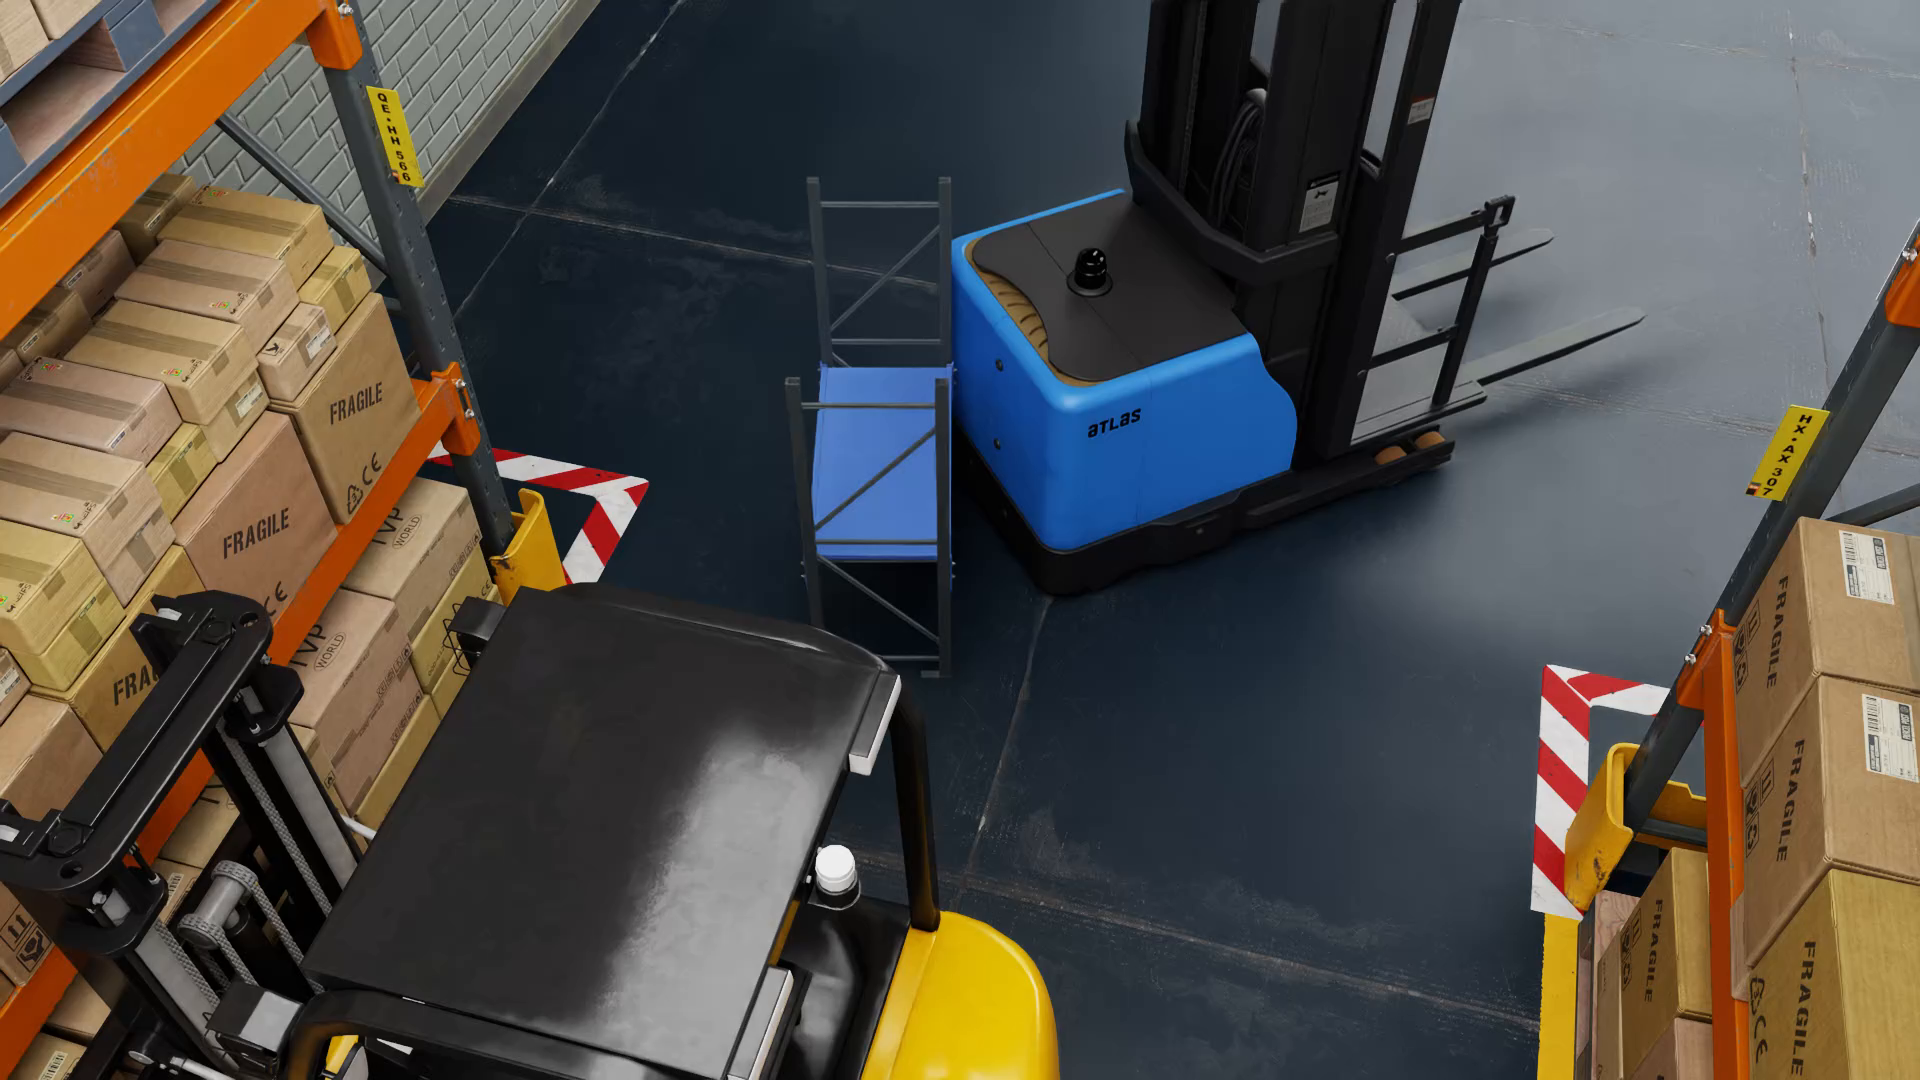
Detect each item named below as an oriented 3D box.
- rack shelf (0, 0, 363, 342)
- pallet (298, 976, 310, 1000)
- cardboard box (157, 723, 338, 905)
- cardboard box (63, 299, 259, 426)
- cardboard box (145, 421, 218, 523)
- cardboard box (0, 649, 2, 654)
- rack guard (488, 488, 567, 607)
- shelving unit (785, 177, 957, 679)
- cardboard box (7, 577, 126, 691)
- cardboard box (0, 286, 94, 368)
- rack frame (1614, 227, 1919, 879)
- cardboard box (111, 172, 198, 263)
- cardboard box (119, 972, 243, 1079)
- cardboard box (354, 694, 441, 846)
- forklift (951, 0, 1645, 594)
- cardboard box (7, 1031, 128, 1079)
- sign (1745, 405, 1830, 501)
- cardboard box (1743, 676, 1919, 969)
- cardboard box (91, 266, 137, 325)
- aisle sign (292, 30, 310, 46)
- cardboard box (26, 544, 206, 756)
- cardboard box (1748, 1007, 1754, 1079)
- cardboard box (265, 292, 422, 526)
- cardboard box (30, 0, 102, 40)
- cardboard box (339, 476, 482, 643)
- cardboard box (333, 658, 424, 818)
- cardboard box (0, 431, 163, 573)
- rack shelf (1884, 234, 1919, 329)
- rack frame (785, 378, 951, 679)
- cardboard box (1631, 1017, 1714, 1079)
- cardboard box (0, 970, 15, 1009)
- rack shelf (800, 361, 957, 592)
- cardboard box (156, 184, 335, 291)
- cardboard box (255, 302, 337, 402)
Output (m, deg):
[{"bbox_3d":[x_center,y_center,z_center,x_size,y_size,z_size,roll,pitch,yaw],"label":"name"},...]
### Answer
[{"bbox_3d":[-2.660,-0.112,3.246,1.077,0.370,4.000,12,50,10],"label":"rack shelf"},{"bbox_3d":[-2.618,1.560,5.152,1.003,0.211,1.213,12,50,10],"label":"pallet"},{"bbox_3d":[-2.206,0.768,4.877,0.500,0.250,0.500,12,50,11],"label":"cardboard box"},{"bbox_3d":[-2.102,-0.471,4.386,0.380,0.149,0.250,13,50,11],"label":"cardboard box"},{"bbox_3d":[-2.197,-0.203,4.348,0.380,0.149,0.250,11,50,10],"label":"cardboard box"},{"bbox_3d":[-2.423,0.261,3.740,0.380,0.149,0.250,12,50,11],"label":"cardboard box"},{"bbox_3d":[-2.127,0.006,6.331,1.175,0.500,0.348,12,50,10],"label":"rack guard"},{"bbox_3d":[-0.283,-0.371,5.996,0.538,1.500,1.048,0,49,0],"label":"shelving unit"},{"bbox_3d":[-2.269,0.187,4.004,0.380,0.149,0.250,12,50,10],"label":"cardboard box"},{"bbox_3d":[-2.585,-0.573,4.476,0.380,0.149,0.250,12,50,11],"label":"cardboard box"},{"bbox_3d":[2.656,0.173,4.516,1.000,3.000,0.127,12,50,10],"label":"rack frame"},{"bbox_3d":[-2.428,-0.950,4.809,0.380,0.149,0.250,11,49,9],"label":"cardboard box"},{"bbox_3d":[-2.353,1.314,4.729,0.500,0.250,0.500,11,50,10],"label":"cardboard box"},{"bbox_3d":[-2.093,0.727,5.581,0.500,0.250,0.500,12,50,10],"label":"cardboard box"},{"bbox_3d":[1.476,-1.533,6.067,3.031,2.935,1.130,-20,52,-17],"label":"forklift"},{"bbox_3d":[-2.492,1.511,4.221,0.500,0.250,0.500,13,50,11],"label":"cardboard box"},{"bbox_3d":[2.132,-0.221,4.286,0.100,0.325,0.005,12,50,10],"label":"sign"},{"bbox_3d":[2.130,0.704,3.782,0.500,0.500,0.500,13,50,11],"label":"cardboard box"},{"bbox_3d":[-2.477,-0.667,4.757,0.380,0.149,0.250,12,50,10],"label":"cardboard box"},{"bbox_3d":[-1.833,-1.654,4.394,0.394,0.787,0.004,12,50,10],"label":"aisle sign"},{"bbox_3d":[-2.290,0.315,4.324,0.500,0.500,0.500,11,49,9],"label":"cardboard box"},{"bbox_3d":[2.019,1.190,3.785,0.380,0.149,0.250,13,50,11],"label":"cardboard box"},{"bbox_3d":[-2.010,-0.430,4.981,0.500,0.500,0.500,11,49,9],"label":"cardboard box"},{"bbox_3d":[-2.059,-1.226,3.571,0.380,0.149,0.250,10,49,9],"label":"cardboard box"},{"bbox_3d":[-1.954,0.030,5.528,0.500,0.250,0.500,13,50,11],"label":"cardboard box"},{"bbox_3d":[-2.103,0.576,5.381,0.500,0.250,0.500,11,50,10],"label":"cardboard box"},{"bbox_3d":[-2.201,-0.095,4.054,0.380,0.149,0.250,13,50,11],"label":"cardboard box"},{"bbox_3d":[2.130,0.865,2.384,1.077,0.370,4.000,12,50,10],"label":"rack shelf"},{"bbox_3d":[-0.285,0.010,5.660,0.500,1.500,0.032,0,49,0],"label":"rack frame"},{"bbox_3d":[2.038,1.621,4.292,0.500,0.500,0.500,10,49,9],"label":"cardboard box"},{"bbox_3d":[-2.565,1.040,3.684,0.500,0.500,0.500,11,50,10],"label":"cardboard box"},{"bbox_3d":[-0.283,-0.252,6.131,0.538,0.185,1.000,0,49,0],"label":"rack shelf"},{"bbox_3d":[-2.025,-0.850,4.720,0.380,0.149,0.250,12,50,10],"label":"cardboard box"},{"bbox_3d":[-1.993,-0.555,4.659,0.380,0.149,0.250,12,50,11],"label":"cardboard box"}]
